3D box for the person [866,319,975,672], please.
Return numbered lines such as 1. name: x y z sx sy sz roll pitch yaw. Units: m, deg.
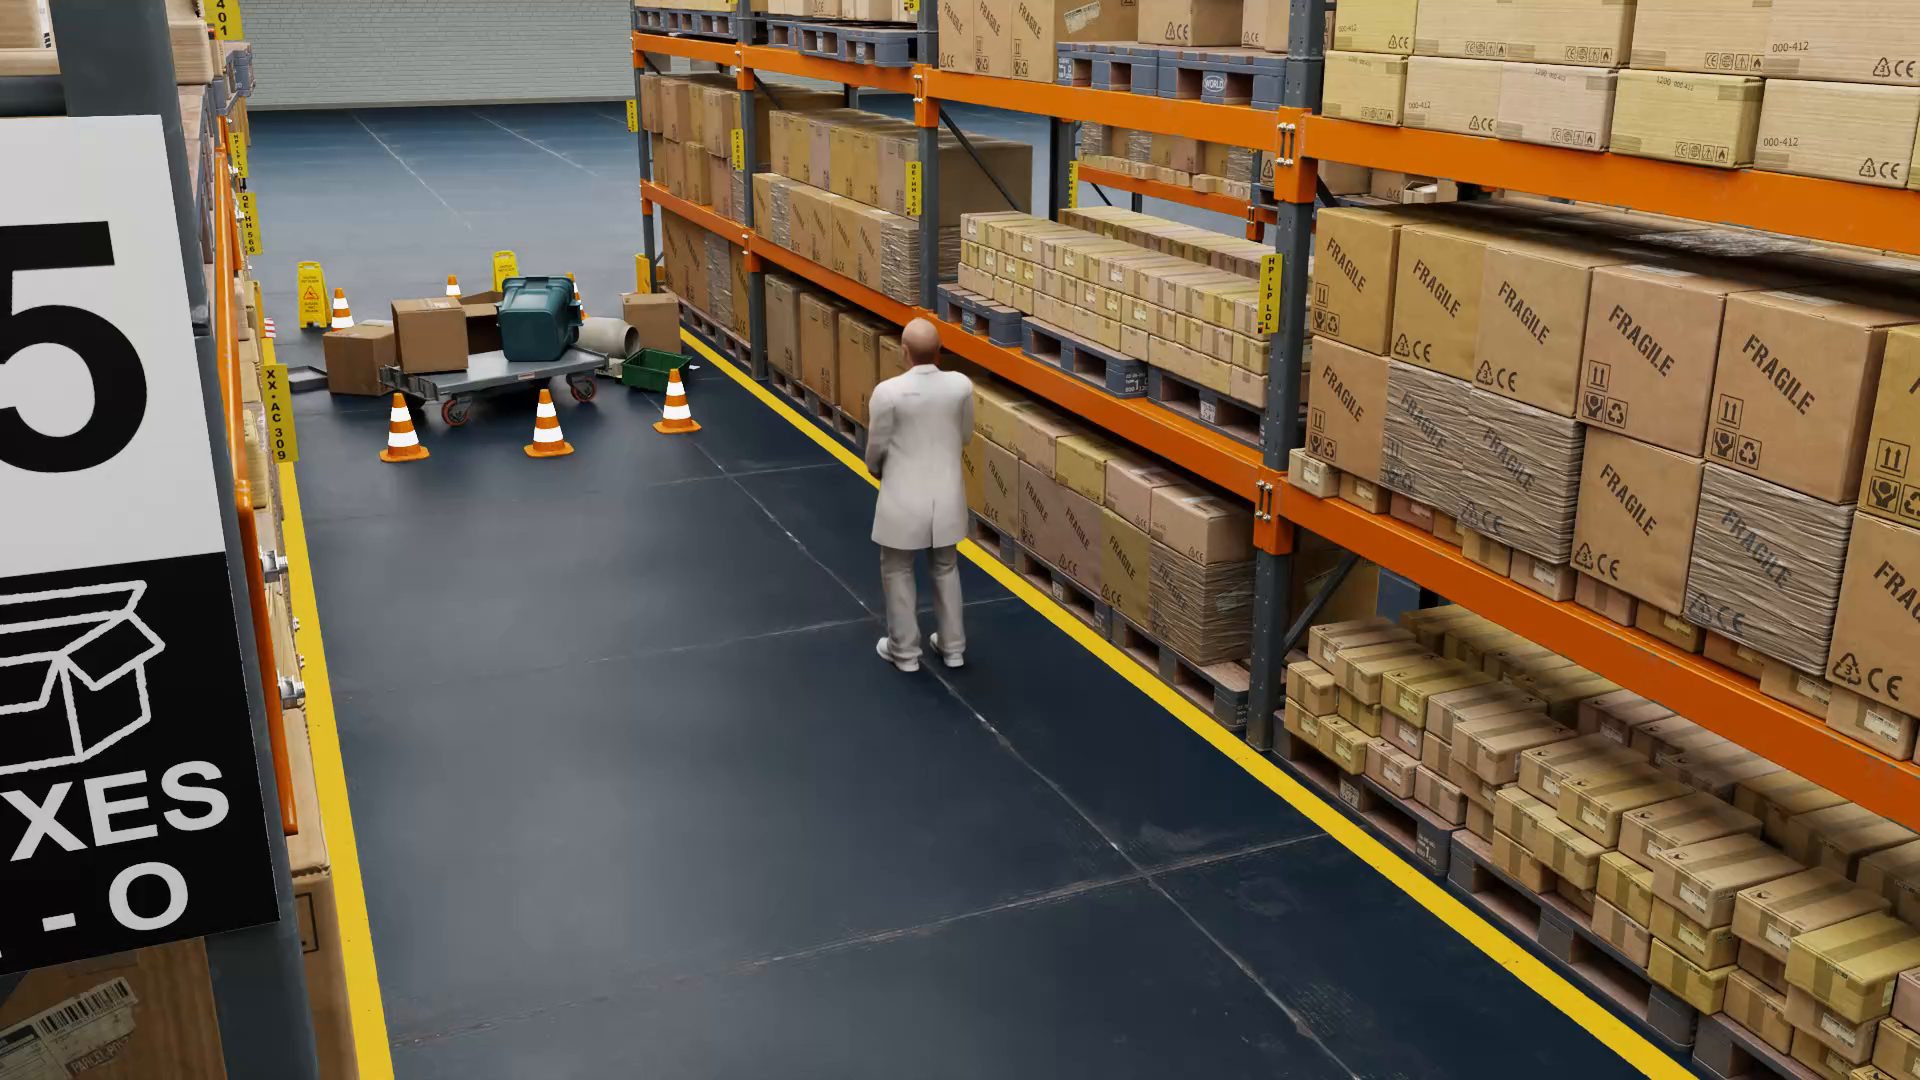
1. person: -0.230 -0.246 8.307 0.548 1.780 0.535 -8 20 -22
